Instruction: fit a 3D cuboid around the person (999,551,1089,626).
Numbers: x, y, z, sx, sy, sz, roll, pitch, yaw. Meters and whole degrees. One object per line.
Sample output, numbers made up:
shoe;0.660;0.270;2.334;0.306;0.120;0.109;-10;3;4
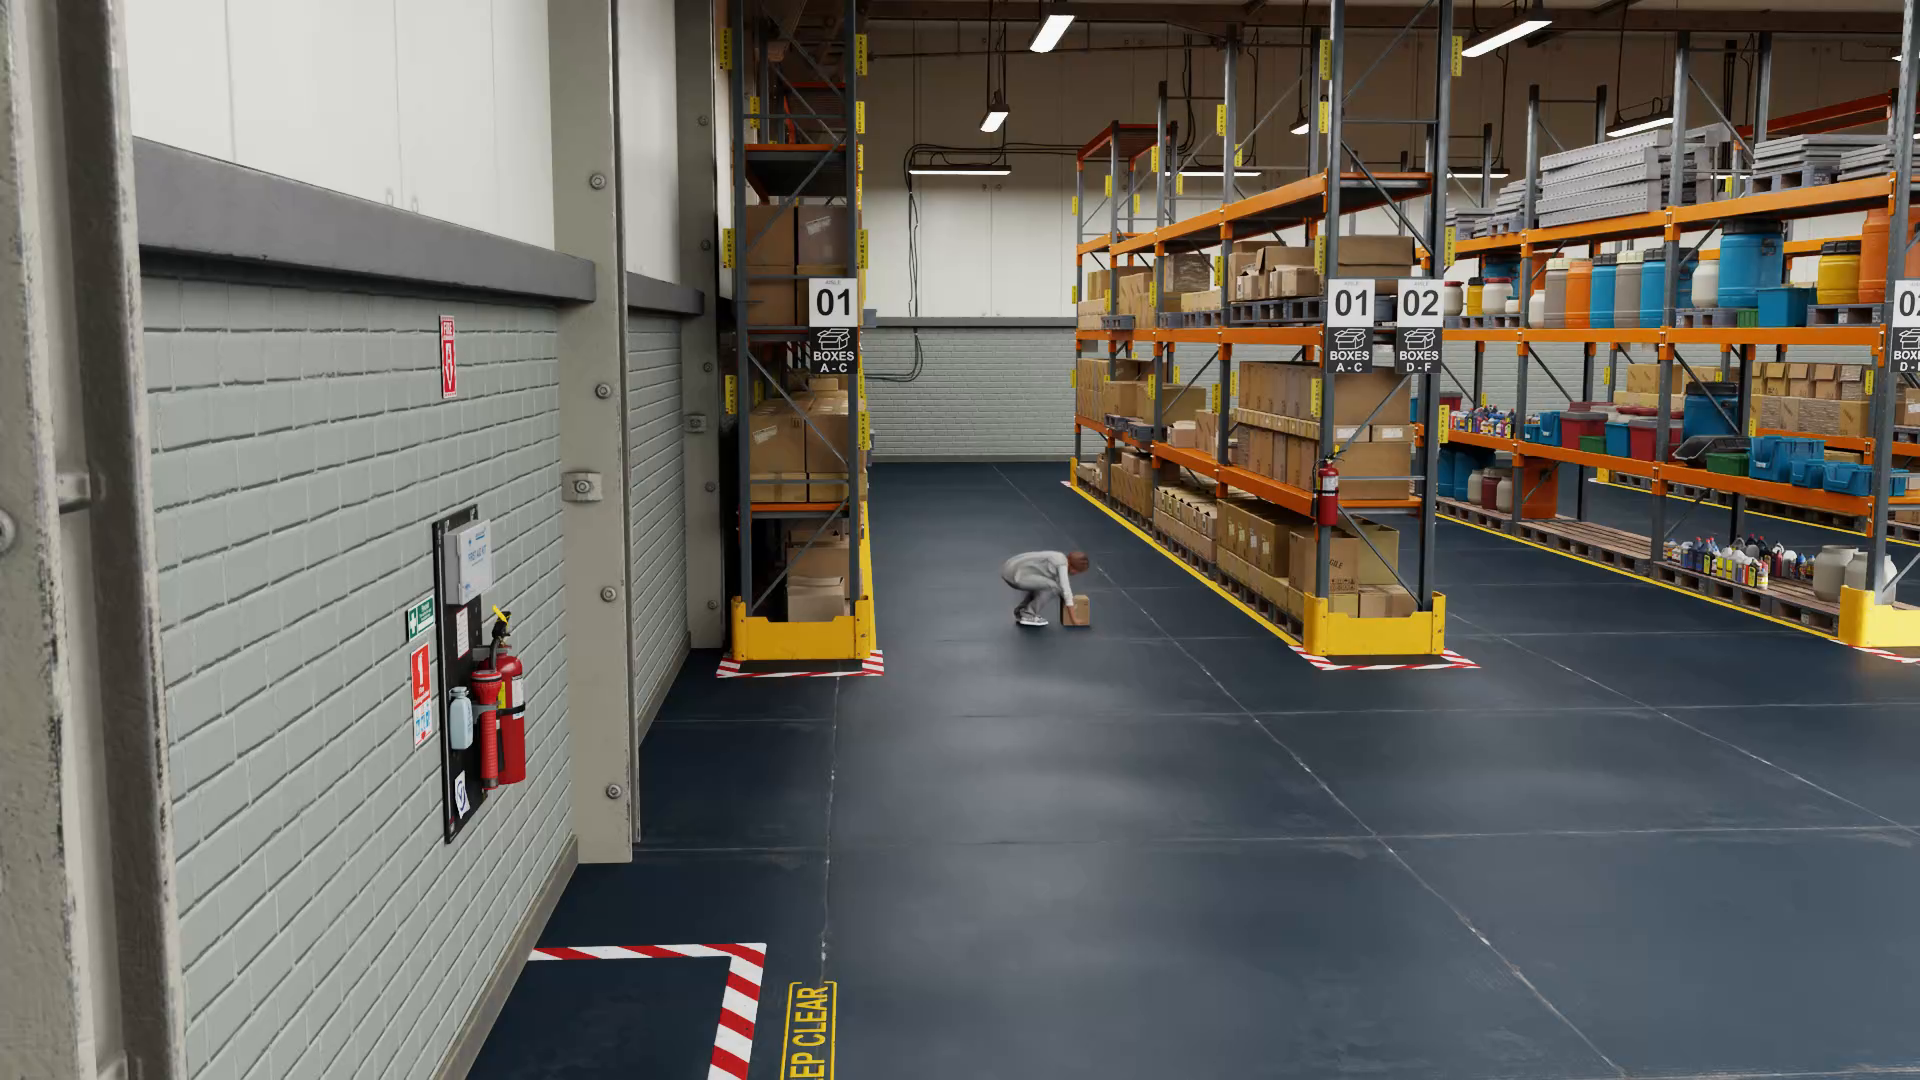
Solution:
person;0.804;0.464;15.824;0.864;0.703;0.417;-1;7;-5
